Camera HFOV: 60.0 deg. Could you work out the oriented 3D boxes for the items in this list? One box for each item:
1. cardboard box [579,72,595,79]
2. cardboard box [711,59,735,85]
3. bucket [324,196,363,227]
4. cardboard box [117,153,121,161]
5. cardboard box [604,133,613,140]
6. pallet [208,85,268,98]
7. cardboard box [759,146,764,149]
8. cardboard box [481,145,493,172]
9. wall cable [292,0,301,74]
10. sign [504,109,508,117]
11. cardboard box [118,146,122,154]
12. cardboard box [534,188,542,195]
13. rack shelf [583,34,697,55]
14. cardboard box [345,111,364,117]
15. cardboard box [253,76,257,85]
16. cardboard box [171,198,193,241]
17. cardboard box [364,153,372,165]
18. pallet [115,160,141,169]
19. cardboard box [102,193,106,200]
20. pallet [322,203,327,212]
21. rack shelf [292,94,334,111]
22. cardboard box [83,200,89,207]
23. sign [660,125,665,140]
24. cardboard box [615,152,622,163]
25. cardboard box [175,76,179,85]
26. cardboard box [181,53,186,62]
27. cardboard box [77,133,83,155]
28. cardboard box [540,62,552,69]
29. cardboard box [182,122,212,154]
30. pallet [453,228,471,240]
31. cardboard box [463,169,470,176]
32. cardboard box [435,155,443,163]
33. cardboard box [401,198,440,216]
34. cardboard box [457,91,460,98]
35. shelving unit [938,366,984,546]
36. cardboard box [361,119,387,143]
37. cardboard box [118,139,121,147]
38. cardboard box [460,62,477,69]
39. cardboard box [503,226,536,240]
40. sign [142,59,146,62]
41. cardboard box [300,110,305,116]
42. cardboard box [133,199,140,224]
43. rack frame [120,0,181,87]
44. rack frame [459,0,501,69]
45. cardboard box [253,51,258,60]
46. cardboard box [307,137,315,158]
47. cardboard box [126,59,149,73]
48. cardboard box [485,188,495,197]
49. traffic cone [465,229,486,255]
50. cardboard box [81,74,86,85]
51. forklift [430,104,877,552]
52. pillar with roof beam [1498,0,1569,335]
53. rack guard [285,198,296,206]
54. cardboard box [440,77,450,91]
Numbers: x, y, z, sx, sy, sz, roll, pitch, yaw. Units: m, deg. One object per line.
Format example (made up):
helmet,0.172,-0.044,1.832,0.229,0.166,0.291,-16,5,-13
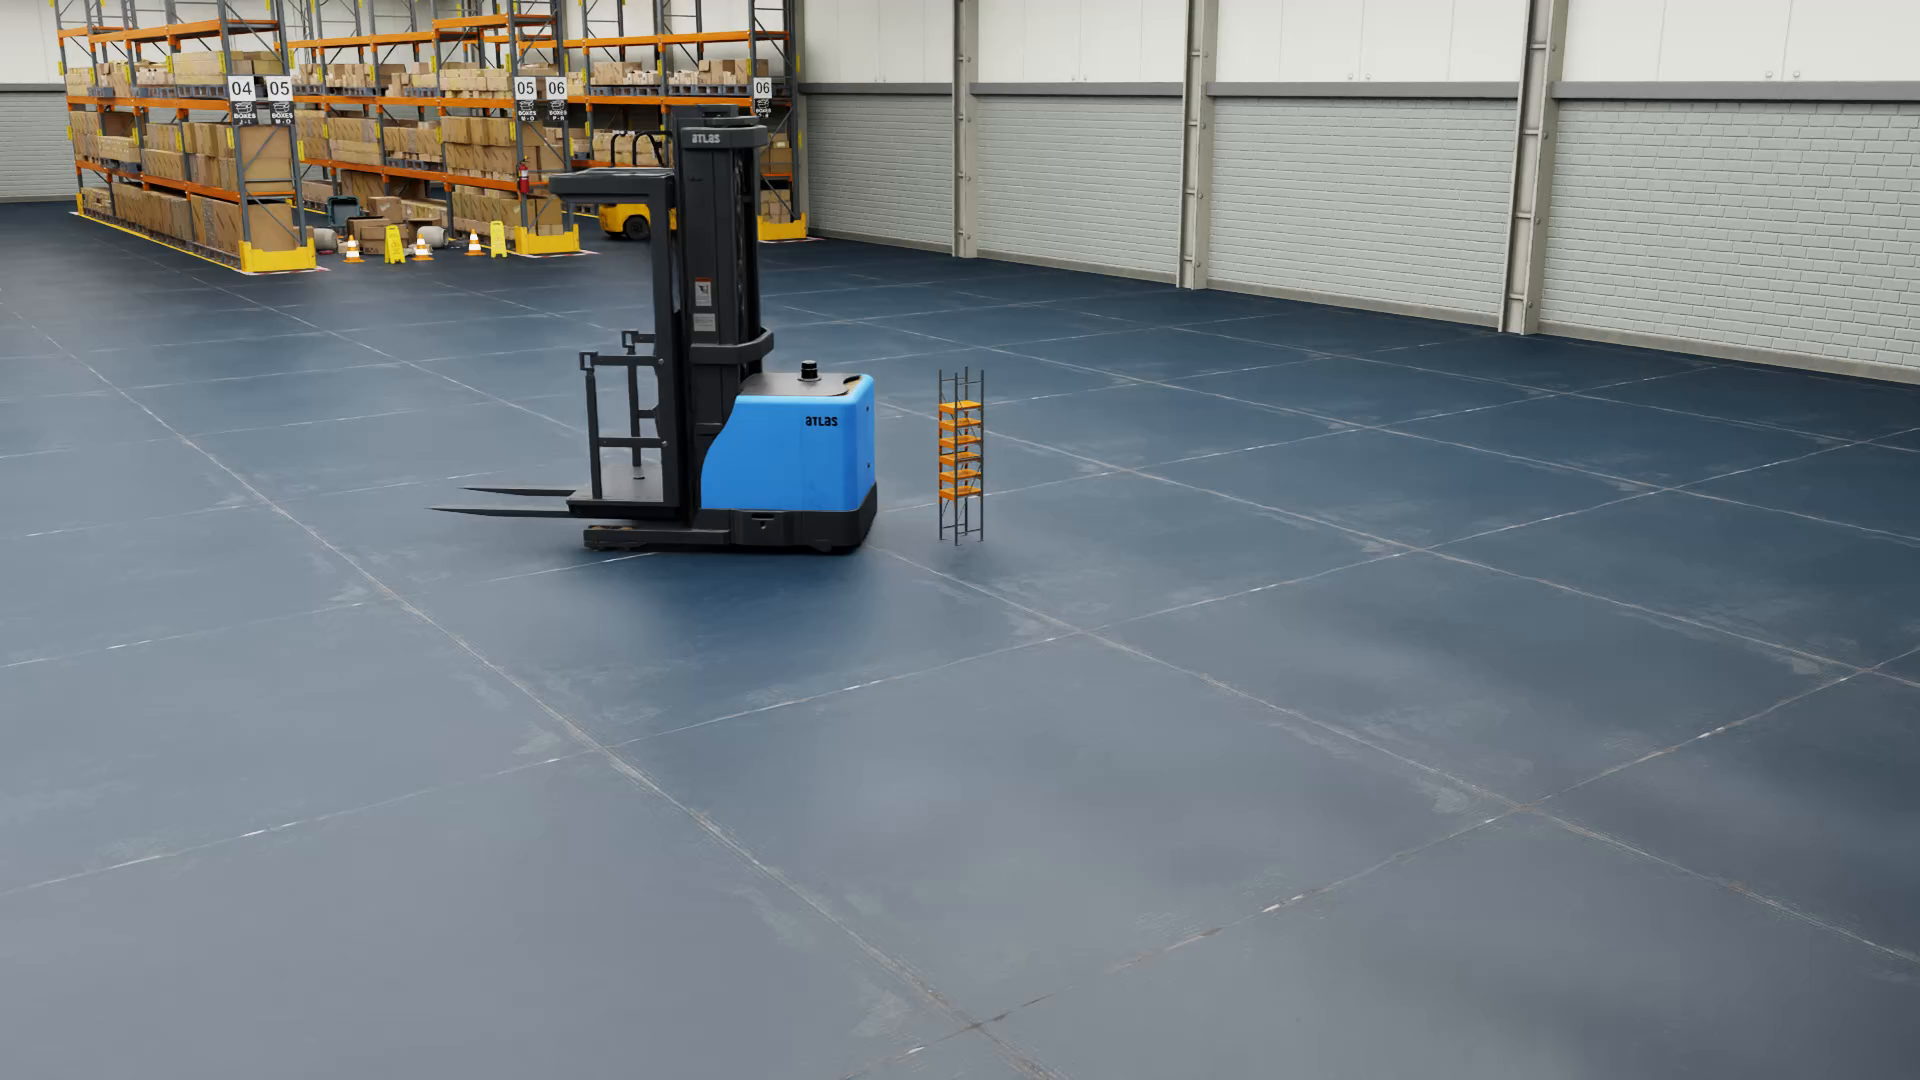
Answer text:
cardboard box,-8.896,-11.112,39.775,0.380,0.149,0.250,-10,18,-33
cardboard box,-4.729,-9.702,34.487,0.700,0.500,0.500,-11,19,-34
bucket,-12.115,-6.442,32.751,0.726,0.611,0.620,-4,6,-15
cardboard box,-17.673,-8.147,35.342,0.380,0.149,0.250,-12,19,-37
cardboard box,-8.175,-9.513,39.235,0.380,0.149,0.250,-10,18,-33
pallet,-12.153,-7.665,28.386,1.003,0.211,1.213,-11,19,-35
cardboard box,-4.181,-8.057,33.914,0.380,0.149,0.250,-11,19,-34
cardboard box,-8.888,-7.374,32.084,0.500,0.500,0.500,-11,19,-35
wall cable,-20.134,-14.492,47.477,2.355,3.000,0.029,-11,19,-35
sign,-12.698,-11.875,46.489,0.100,0.325,0.005,-11,19,-35
cardboard box,-17.532,-8.238,35.111,0.380,0.149,0.250,-11,19,-34
cardboard box,-10.704,-9.087,43.033,0.500,0.500,0.500,-10,18,-32
rack shelf,-7.278,-11.300,37.938,1.077,0.370,4.000,-11,19,-35
cardboard box,-14.795,-10.408,40.608,0.380,0.149,0.250,-11,19,-35
cardboard box,-11.948,-7.912,28.609,0.380,0.149,0.250,-11,19,-34
cardboard box,-14.498,-6.195,31.993,1.050,0.750,0.750,-11,19,-35
cardboard box,-13.288,-8.705,37.982,0.500,0.250,0.500,-10,18,-34
pallet,-17.609,-8.136,35.985,1.003,0.211,1.213,-11,19,-35
cardboard box,-19.518,-7.917,38.299,0.380,0.149,0.250,-11,19,-35
pallet,-15.203,-8.286,41.451,1.003,0.211,1.213,-11,19,-35
rack shelf,-15.995,-10.984,41.705,1.077,0.370,4.000,-11,19,-35
cardboard box,-21.067,-8.187,40.411,0.380,0.149,0.250,-10,18,-33
sign,-6.536,-8.954,36.564,0.100,0.325,0.005,-11,19,-35
cardboard box,-7.791,-8.952,38.885,0.500,0.250,0.500,-12,19,-36
cardboard box,-14.121,-8.404,30.410,0.380,0.149,0.250,-11,19,-35
cardboard box,-13.672,-8.626,29.711,0.380,0.149,0.250,-11,19,-35
cardboard box,-20.740,-9.464,39.718,0.500,0.500,0.500,-11,19,-34
cardboard box,-10.571,-12.093,42.538,0.396,0.266,0.258,-11,19,-35
cardboard box,-13.871,-7.468,30.848,0.875,0.550,0.550,-11,19,-35
pallet,-9.692,-6.266,34.068,1.003,0.211,1.213,-11,19,-35
cardboard box,-9.701,-7.354,33.239,0.380,0.149,0.250,-10,18,-33
cardboard box,-10.641,-7.897,34.427,0.380,0.149,0.250,-11,19,-34
cardboard box,-12.143,-7.415,37.170,0.950,0.372,0.625,-12,20,-38
cardboard box,-9.787,-8.869,33.092,0.380,0.149,0.250,-11,19,-34
shelving unit,0.009,-0.576,11.406,0.258,1.200,0.189,-11,19,-35
cardboard box,-13.291,-9.311,37.830,0.500,0.500,0.500,-10,18,-34
cardboard box,-17.531,-8.381,35.068,0.380,0.149,0.250,-10,18,-33
cardboard box,-10.436,-9.858,34.773,0.500,0.250,0.500,-11,19,-36
cardboard box,-8.471,-5.907,31.888,0.500,0.250,0.500,-11,19,-35
sign,-18.317,-10.640,37.361,0.100,0.325,0.005,-11,19,-35
cardboard box,-16.309,-10.698,41.668,0.380,0.149,0.250,-11,19,-36
cardboard box,-17.313,-7.021,35.486,0.500,0.500,0.500,-10,18,-32
rack frame,-16.412,-10.706,33.647,1.000,3.000,0.127,-11,19,-35
rack frame,-13.158,-13.976,45.592,1.000,3.000,0.127,-11,19,-35
cardboard box,-11.793,-8.240,28.298,0.380,0.149,0.250,-11,19,-34
cardboard box,-15.913,-9.778,41.432,0.500,0.500,0.500,-11,19,-35
cardboard box,-16.860,-9.723,34.097,0.396,0.266,0.258,-11,19,-35
cardboard box,-9.014,-6.754,32.336,0.380,0.149,0.250,-10,18,-32
traffic cone,-9.060,-5.562,31.022,0.336,0.463,0.334,-11,19,-35
cardboard box,-19.848,-10.565,38.150,0.500,0.250,0.500,-10,18,-32
forklift,-2.144,-1.472,11.403,3.031,2.935,1.130,1,15,5
pillar with roof beam,3.670,-6.336,17.679,9.100,9.000,0.400,-11,19,-35
rack guard,-17.185,-9.110,43.915,1.175,0.500,0.348,-11,19,-35
cardboard box,-10.078,-9.130,33.290,0.500,0.250,0.500,-11,19,-36
